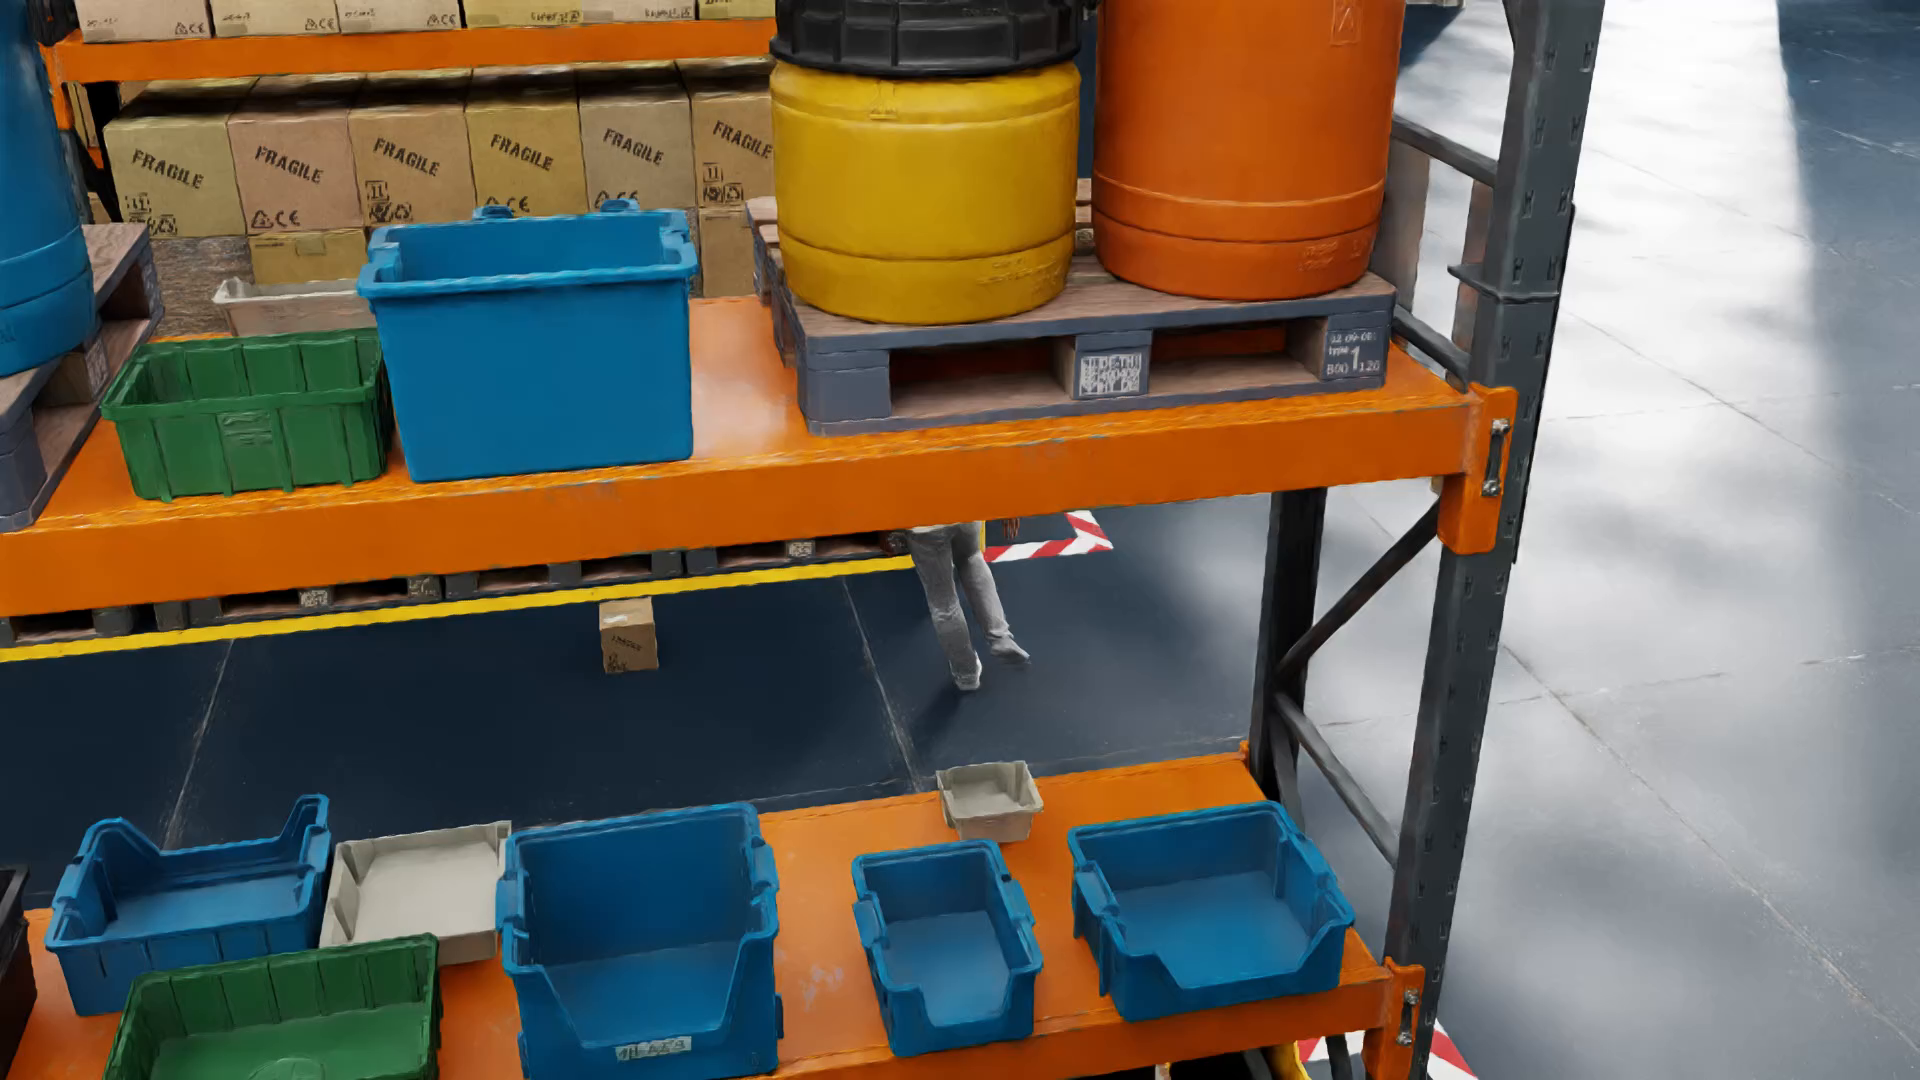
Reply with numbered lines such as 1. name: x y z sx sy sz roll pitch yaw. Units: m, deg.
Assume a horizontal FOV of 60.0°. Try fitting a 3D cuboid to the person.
1. person: -0.066 -0.134 7.340 0.749 1.751 0.446 -9 28 -17
